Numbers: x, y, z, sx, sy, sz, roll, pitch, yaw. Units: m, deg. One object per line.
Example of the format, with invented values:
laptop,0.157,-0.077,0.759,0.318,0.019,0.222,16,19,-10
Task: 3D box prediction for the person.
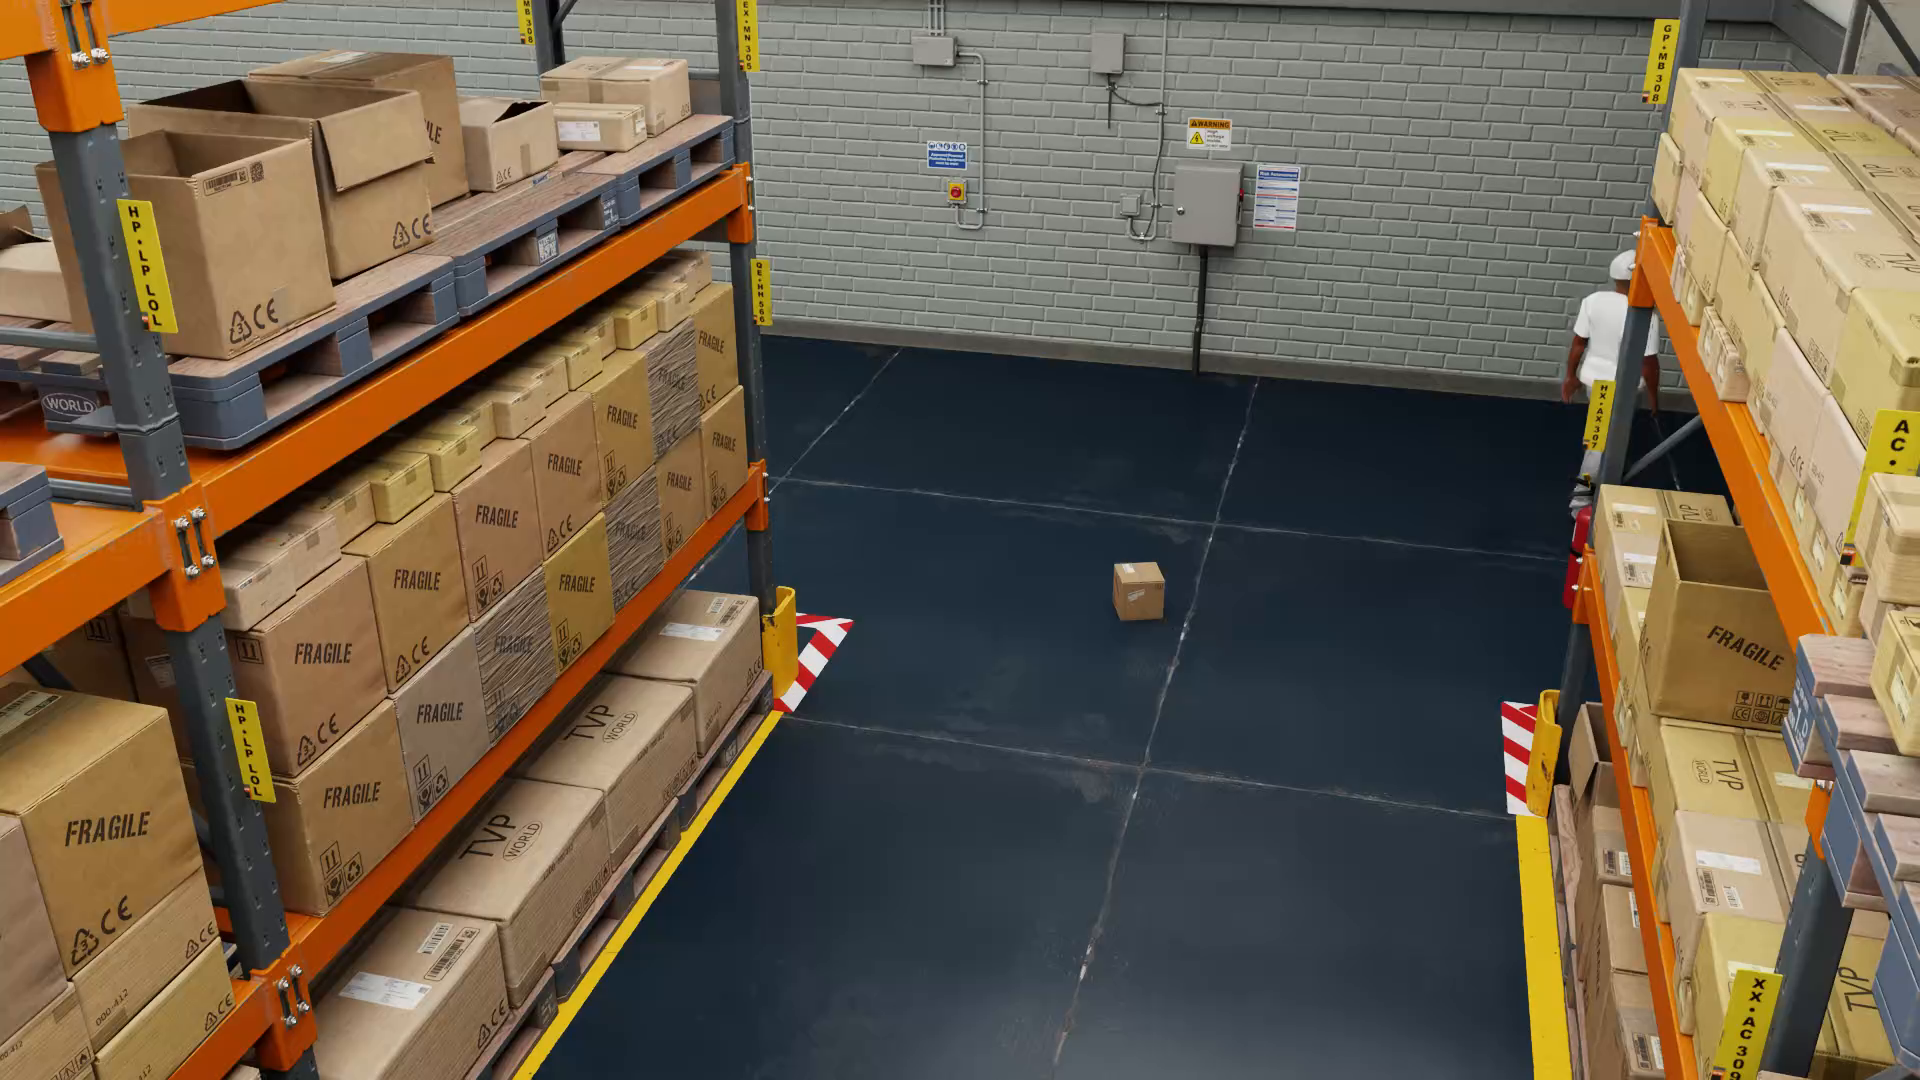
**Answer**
person,4.194,-0.964,10.646,0.513,1.819,0.587,-12,28,-24
